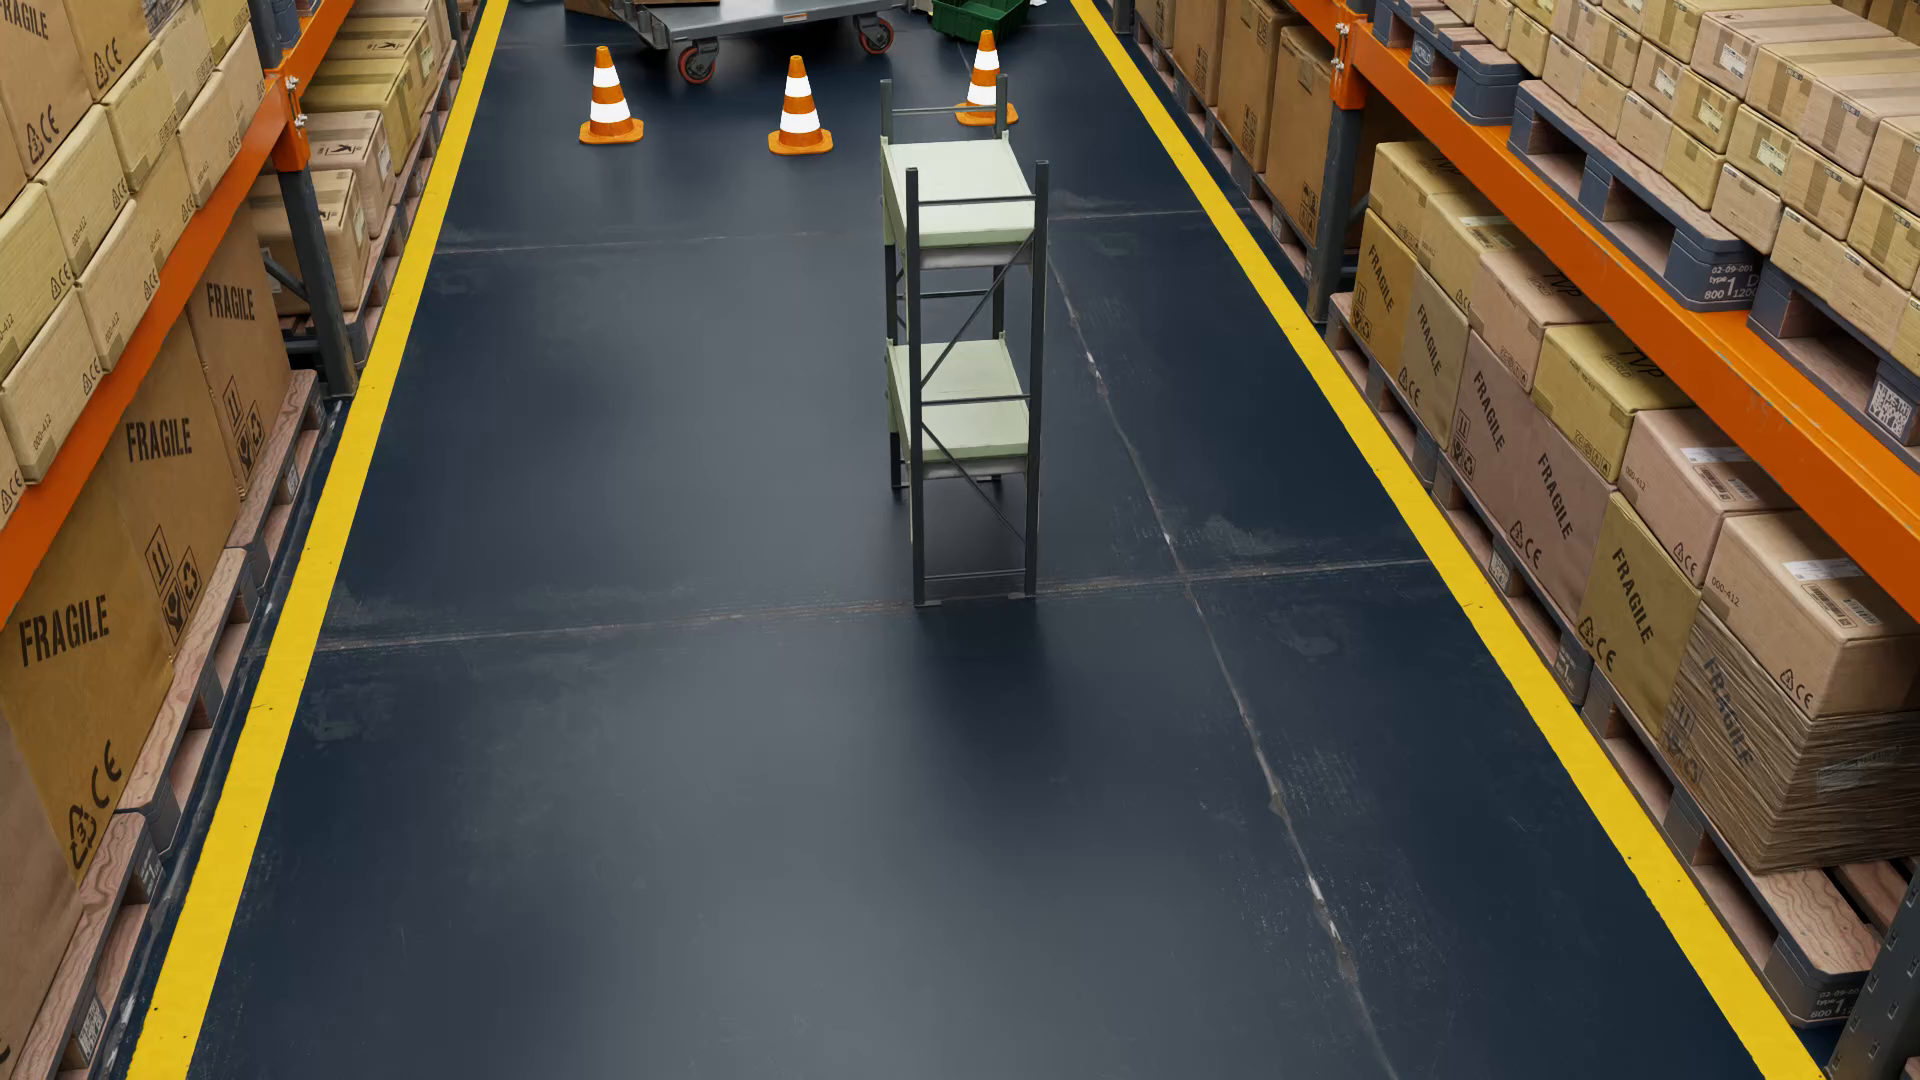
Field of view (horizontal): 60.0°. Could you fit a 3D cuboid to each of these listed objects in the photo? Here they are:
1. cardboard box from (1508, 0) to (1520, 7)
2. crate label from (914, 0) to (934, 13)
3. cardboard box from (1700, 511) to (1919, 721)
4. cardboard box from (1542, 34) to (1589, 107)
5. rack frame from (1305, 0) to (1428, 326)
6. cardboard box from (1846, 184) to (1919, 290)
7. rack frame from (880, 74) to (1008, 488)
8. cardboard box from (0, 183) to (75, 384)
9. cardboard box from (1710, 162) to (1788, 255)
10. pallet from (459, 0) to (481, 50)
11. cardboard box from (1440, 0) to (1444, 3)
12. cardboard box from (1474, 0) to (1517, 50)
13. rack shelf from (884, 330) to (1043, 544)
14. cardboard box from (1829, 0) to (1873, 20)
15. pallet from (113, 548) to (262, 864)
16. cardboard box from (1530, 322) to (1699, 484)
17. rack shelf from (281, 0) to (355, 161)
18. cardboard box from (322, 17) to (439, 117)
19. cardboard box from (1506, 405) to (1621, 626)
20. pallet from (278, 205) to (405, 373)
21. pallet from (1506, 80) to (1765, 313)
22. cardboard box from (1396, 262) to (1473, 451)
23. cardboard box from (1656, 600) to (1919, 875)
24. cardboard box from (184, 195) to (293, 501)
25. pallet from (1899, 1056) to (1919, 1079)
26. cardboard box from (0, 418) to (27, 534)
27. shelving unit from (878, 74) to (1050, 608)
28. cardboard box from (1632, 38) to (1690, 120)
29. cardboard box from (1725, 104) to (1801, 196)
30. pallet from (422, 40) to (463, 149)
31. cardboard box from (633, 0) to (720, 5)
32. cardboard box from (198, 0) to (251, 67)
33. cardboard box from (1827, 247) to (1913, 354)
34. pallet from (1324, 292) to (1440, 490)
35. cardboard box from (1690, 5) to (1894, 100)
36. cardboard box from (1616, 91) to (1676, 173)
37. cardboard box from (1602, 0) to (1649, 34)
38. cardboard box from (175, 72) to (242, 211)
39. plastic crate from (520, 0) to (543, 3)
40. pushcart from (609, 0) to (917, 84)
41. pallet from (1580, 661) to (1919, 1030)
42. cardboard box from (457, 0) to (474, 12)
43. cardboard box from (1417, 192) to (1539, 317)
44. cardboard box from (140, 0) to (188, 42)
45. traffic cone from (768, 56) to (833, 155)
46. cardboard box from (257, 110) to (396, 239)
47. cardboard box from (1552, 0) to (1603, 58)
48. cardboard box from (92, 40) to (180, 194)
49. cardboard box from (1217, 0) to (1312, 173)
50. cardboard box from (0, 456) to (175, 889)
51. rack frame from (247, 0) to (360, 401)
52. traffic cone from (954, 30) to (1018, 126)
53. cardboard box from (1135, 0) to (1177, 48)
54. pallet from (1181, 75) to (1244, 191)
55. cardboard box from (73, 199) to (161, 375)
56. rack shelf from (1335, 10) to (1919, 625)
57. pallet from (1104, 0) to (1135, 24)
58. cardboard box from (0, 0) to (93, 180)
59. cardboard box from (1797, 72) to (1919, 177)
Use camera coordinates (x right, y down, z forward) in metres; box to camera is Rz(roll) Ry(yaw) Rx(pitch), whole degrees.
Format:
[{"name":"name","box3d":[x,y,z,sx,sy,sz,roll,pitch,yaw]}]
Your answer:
[{"name":"cardboard box","box3d":[1.940,-1.832,5.361,0.380,0.149,0.250,-5,35,-8]},{"name":"crate label","box3d":[-0.219,-3.525,10.801,0.250,0.136,0.298,27,43,34]},{"name":"cardboard box","box3d":[2.184,0.161,4.031,0.500,0.250,0.500,-5,35,-8]},{"name":"cardboard box","box3d":[2.005,-1.430,5.035,0.380,0.149,0.250,-3,34,-5]},{"name":"rack frame","box3d":[1.996,-2.224,6.350,1.000,3.000,0.127,-4,35,-6]},{"name":"cardboard box","box3d":[2.218,-0.677,3.666,0.380,0.149,0.250,-3,34,-4]},{"name":"rack frame","box3d":[-0.050,-0.828,5.633,0.400,1.500,0.023,-4,35,-6]},{"name":"cardboard box","box3d":[-2.276,-0.545,3.575,0.500,0.250,0.500,-4,34,-6]},{"name":"cardboard box","box3d":[2.141,-0.847,4.180,0.380,0.149,0.250,-6,35,-8]},{"name":"pallet","box3d":[-3.558,-3.245,10.324,1.003,0.211,1.213,-4,35,-6]},{"name":"cardboard box","box3d":[1.856,-2.029,5.914,0.380,0.149,0.250,-5,35,-7]},{"name":"cardboard box","box3d":[1.929,-1.729,5.473,0.380,0.149,0.250,-3,34,-4]},{"name":"rack shelf","box3d":[-0.001,-0.354,5.517,0.431,0.370,0.720,-4,35,-6]},{"name":"cardboard box","box3d":[2.688,-1.579,4.726,0.380,0.149,0.250,-3,34,-4]},{"name":"pallet","box3d":[-2.703,0.484,4.852,1.003,0.211,1.213,-4,35,-6]},{"name":"cardboard box","box3d":[2.043,-0.421,4.885,0.500,0.250,0.500,-6,35,-8]},{"name":"rack shelf","box3d":[-3.164,-2.612,7.557,1.077,0.370,4.000,-4,35,-6]},{"name":"cardboard box","box3d":[-3.260,-2.419,8.597,0.950,0.372,0.625,-2,34,-3]},{"name":"cardboard box","box3d":[2.052,-0.099,5.079,0.500,0.500,0.500,-5,35,-7]},{"name":"pallet","box3d":[-2.999,-1.077,7.142,1.003,0.211,1.213,-4,35,-6]},{"name":"pallet","box3d":[2.303,-1.043,4.788,1.003,0.211,1.213,-4,35,-6]},{"name":"cardboard box","box3d":[1.910,-0.670,5.917,0.500,0.500,0.500,-4,34,-6]},{"name":"cardboard box","box3d":[2.185,0.473,4.238,0.500,0.500,0.500,-5,35,-7]},{"name":"cardboard box","box3d":[-2.885,-0.697,5.622,0.875,0.875,0.875,-5,35,-7]},{"name":"pallet","box3d":[2.660,1.532,3.314,1.003,0.211,1.213,-4,35,-6]},{"name":"cardboard box","box3d":[-2.226,-0.053,3.297,0.500,0.250,0.500,-5,35,-8]},{"name":"shelving unit","box3d":[-0.001,-0.623,5.333,0.431,1.500,0.755,-4,35,-6]},{"name":"cardboard box","box3d":[2.077,-1.263,4.526,0.380,0.149,0.250,-3,34,-5]},{"name":"cardboard box","box3d":[2.143,-0.975,4.103,0.380,0.149,0.250,-6,35,-9]},{"name":"pallet","box3d":[-3.327,-2.438,9.140,1.003,0.211,1.213,-4,35,-6]},{"name":"cardboard box","box3d":[-1.673,-3.456,9.706,0.500,0.500,0.500,-4,35,-6]},{"name":"cardboard box","box3d":[-2.578,-1.686,5.250,0.500,0.250,0.500,-4,35,-7]},{"name":"cardboard box","box3d":[2.218,-0.552,3.747,0.380,0.149,0.250,-4,35,-7]},{"name":"pallet","box3d":[2.100,-0.636,6.495,1.003,0.211,1.213,-4,35,-6]},{"name":"cardboard box","box3d":[2.112,-1.244,4.234,0.380,0.149,0.250,-6,35,-9]},{"name":"cardboard box","box3d":[2.070,-1.144,4.615,0.380,0.149,0.250,-5,35,-8]},{"name":"cardboard box","box3d":[2.045,-1.534,4.659,0.380,0.149,0.250,-3,34,-5]},{"name":"cardboard box","box3d":[-2.486,-1.184,4.958,0.500,0.250,0.500,-4,34,-6]},{"name":"plastic crate","box3d":[-2.832,-3.757,11.191,0.402,0.080,0.583,-16,38,-23]},{"name":"pushcart","box3d":[-1.181,-3.142,10.025,1.648,0.377,0.936,-16,38,-23]},{"name":"pallet","box3d":[2.428,0.726,4.497,1.003,0.211,1.213,-4,35,-6]},{"name":"cardboard box","box3d":[-3.245,-3.412,10.162,0.500,0.250,0.500,-6,35,-9]},{"name":"cardboard box","box3d":[1.917,-0.988,5.718,0.500,0.250,0.500,-5,35,-7]},{"name":"cardboard box","box3d":[-2.489,-1.693,4.594,0.500,0.500,0.500,-4,34,-6]},{"name":"traffic cone","box3d":[-0.849,-2.305,8.721,0.336,0.463,0.334,-4,35,-6]},{"name":"cardboard box","box3d":[-3.068,-1.608,7.406,0.950,0.372,0.625,-5,35,-7]},{"name":"cardboard box","box3d":[2.007,-1.552,4.950,0.380,0.149,0.250,-4,35,-6]},{"name":"cardboard box","box3d":[-2.417,-1.116,4.414,0.500,0.250,0.500,-5,35,-8]},{"name":"cardboard box","box3d":[1.883,-2.302,8.089,1.050,0.750,0.750,-4,34,-6]},{"name":"cardboard box","box3d":[-2.649,0.300,4.159,0.875,0.875,0.875,-3,34,-5]},{"name":"rack frame","box3d":[-2.895,-1.793,5.717,1.000,3.000,0.127,-4,35,-6]},{"name":"traffic cone","box3d":[0.142,-2.545,9.074,0.336,0.463,0.334,-4,35,-6]},{"name":"cardboard box","box3d":[1.631,-3.361,9.642,1.050,0.750,0.750,-5,35,-7]},{"name":"pallet","box3d":[1.804,-2.197,8.786,1.003,0.211,1.213,-4,35,-6]},{"name":"cardboard box","box3d":[-2.337,-0.620,4.129,0.500,0.250,0.500,-5,35,-7]},{"name":"rack shelf","box3d":[2.265,-0.811,4.915,1.077,0.370,4.000,-4,35,-6]},{"name":"pallet","box3d":[1.434,-3.734,11.042,1.003,0.211,1.213,-4,35,-6]},{"name":"cardboard box","box3d":[-2.368,-1.132,3.771,0.500,0.500,0.500,-5,35,-7]},{"name":"cardboard box","box3d":[2.181,-0.957,3.813,0.380,0.149,0.250,-4,35,-7]}]
